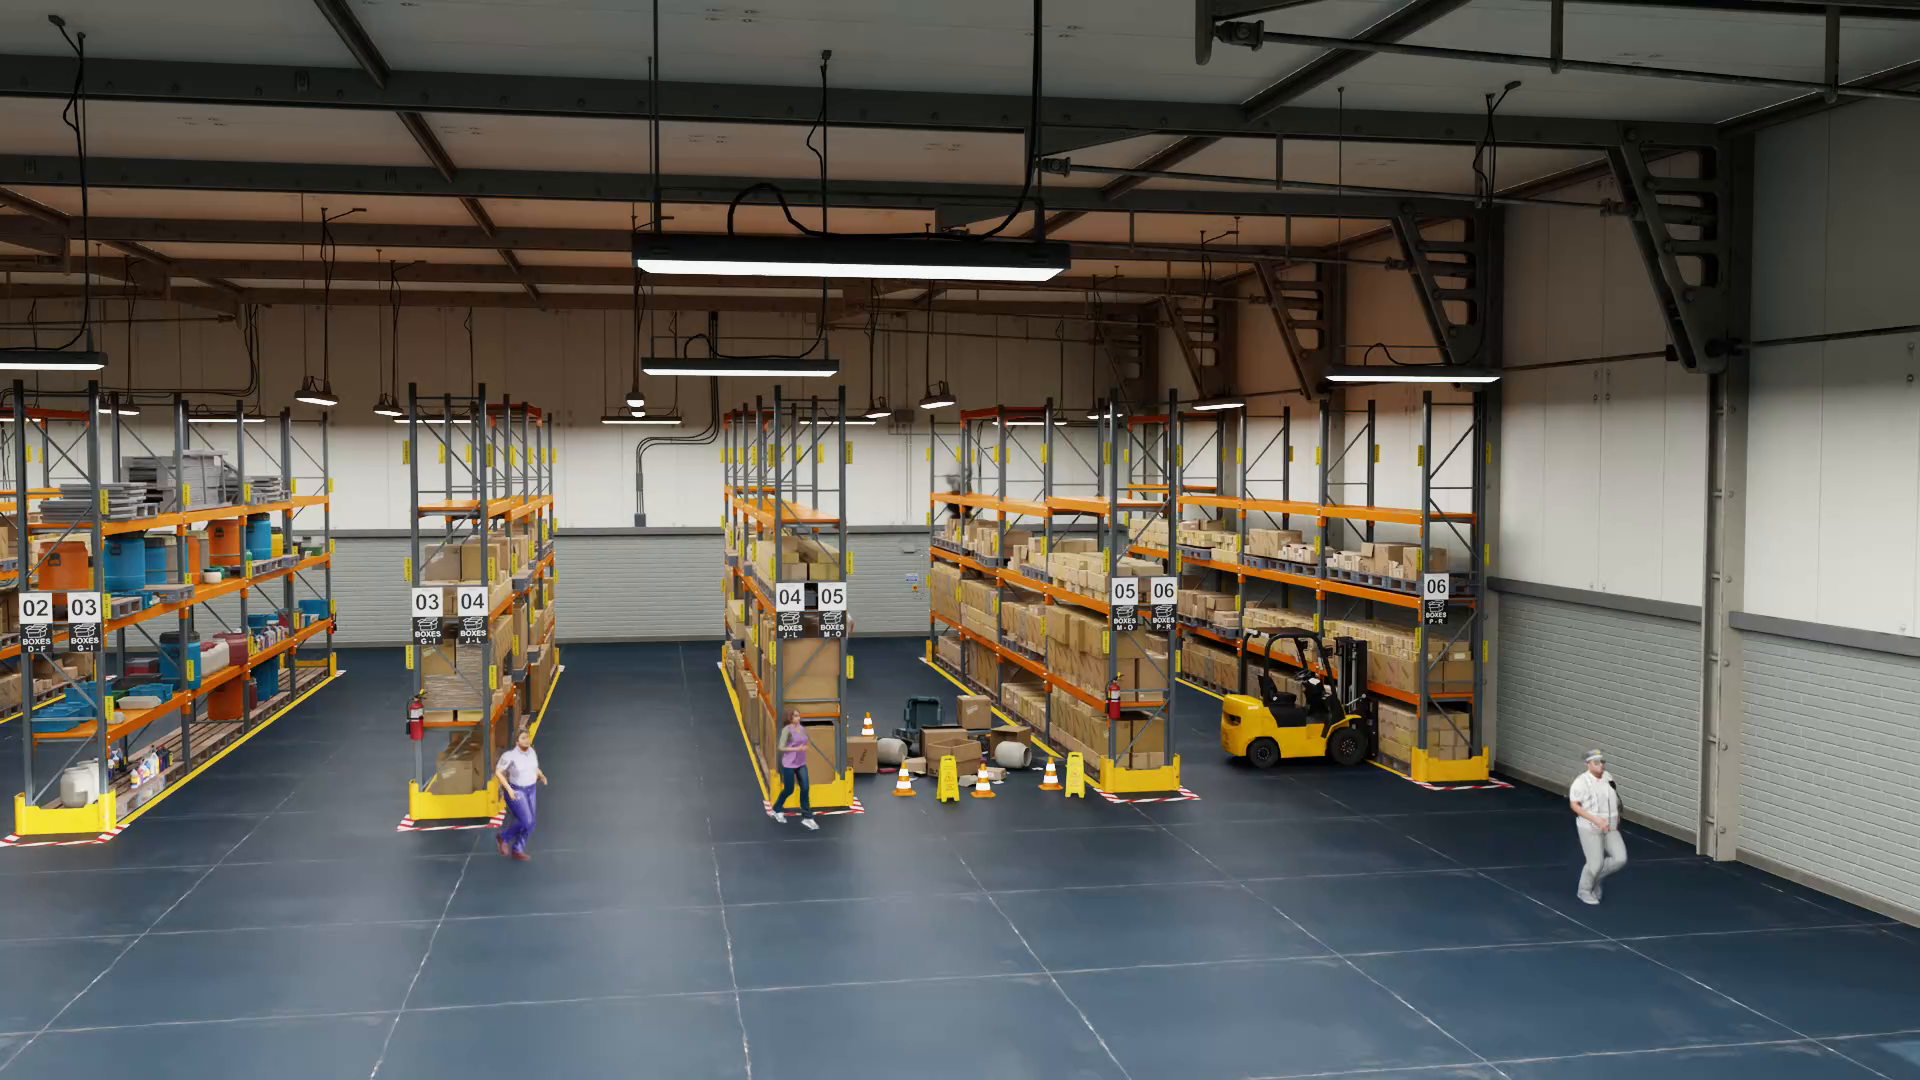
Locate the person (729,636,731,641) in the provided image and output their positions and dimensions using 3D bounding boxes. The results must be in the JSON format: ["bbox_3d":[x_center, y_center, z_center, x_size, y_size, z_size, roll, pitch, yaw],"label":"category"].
[{"bbox_3d":[-5.426,2.100,40.747,0.567,1.676,0.741,0,3,-6],"label":"person"}]

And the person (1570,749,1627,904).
[{"bbox_3d":[7.137,3.191,18.535,0.674,1.745,0.551,-1,3,-21],"label":"person"}]

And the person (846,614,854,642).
[{"bbox_3d":[-2.726,2.221,37.905,0.577,1.656,0.965,-1,3,-16],"label":"person"}]

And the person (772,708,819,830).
[{"bbox_3d":[-2.237,3.054,22.326,0.772,1.616,0.538,2,4,39],"label":"person"}]

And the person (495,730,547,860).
[{"bbox_3d":[-5.404,3.163,20.617,0.557,1.606,0.594,2,3,31],"label":"person"}]
